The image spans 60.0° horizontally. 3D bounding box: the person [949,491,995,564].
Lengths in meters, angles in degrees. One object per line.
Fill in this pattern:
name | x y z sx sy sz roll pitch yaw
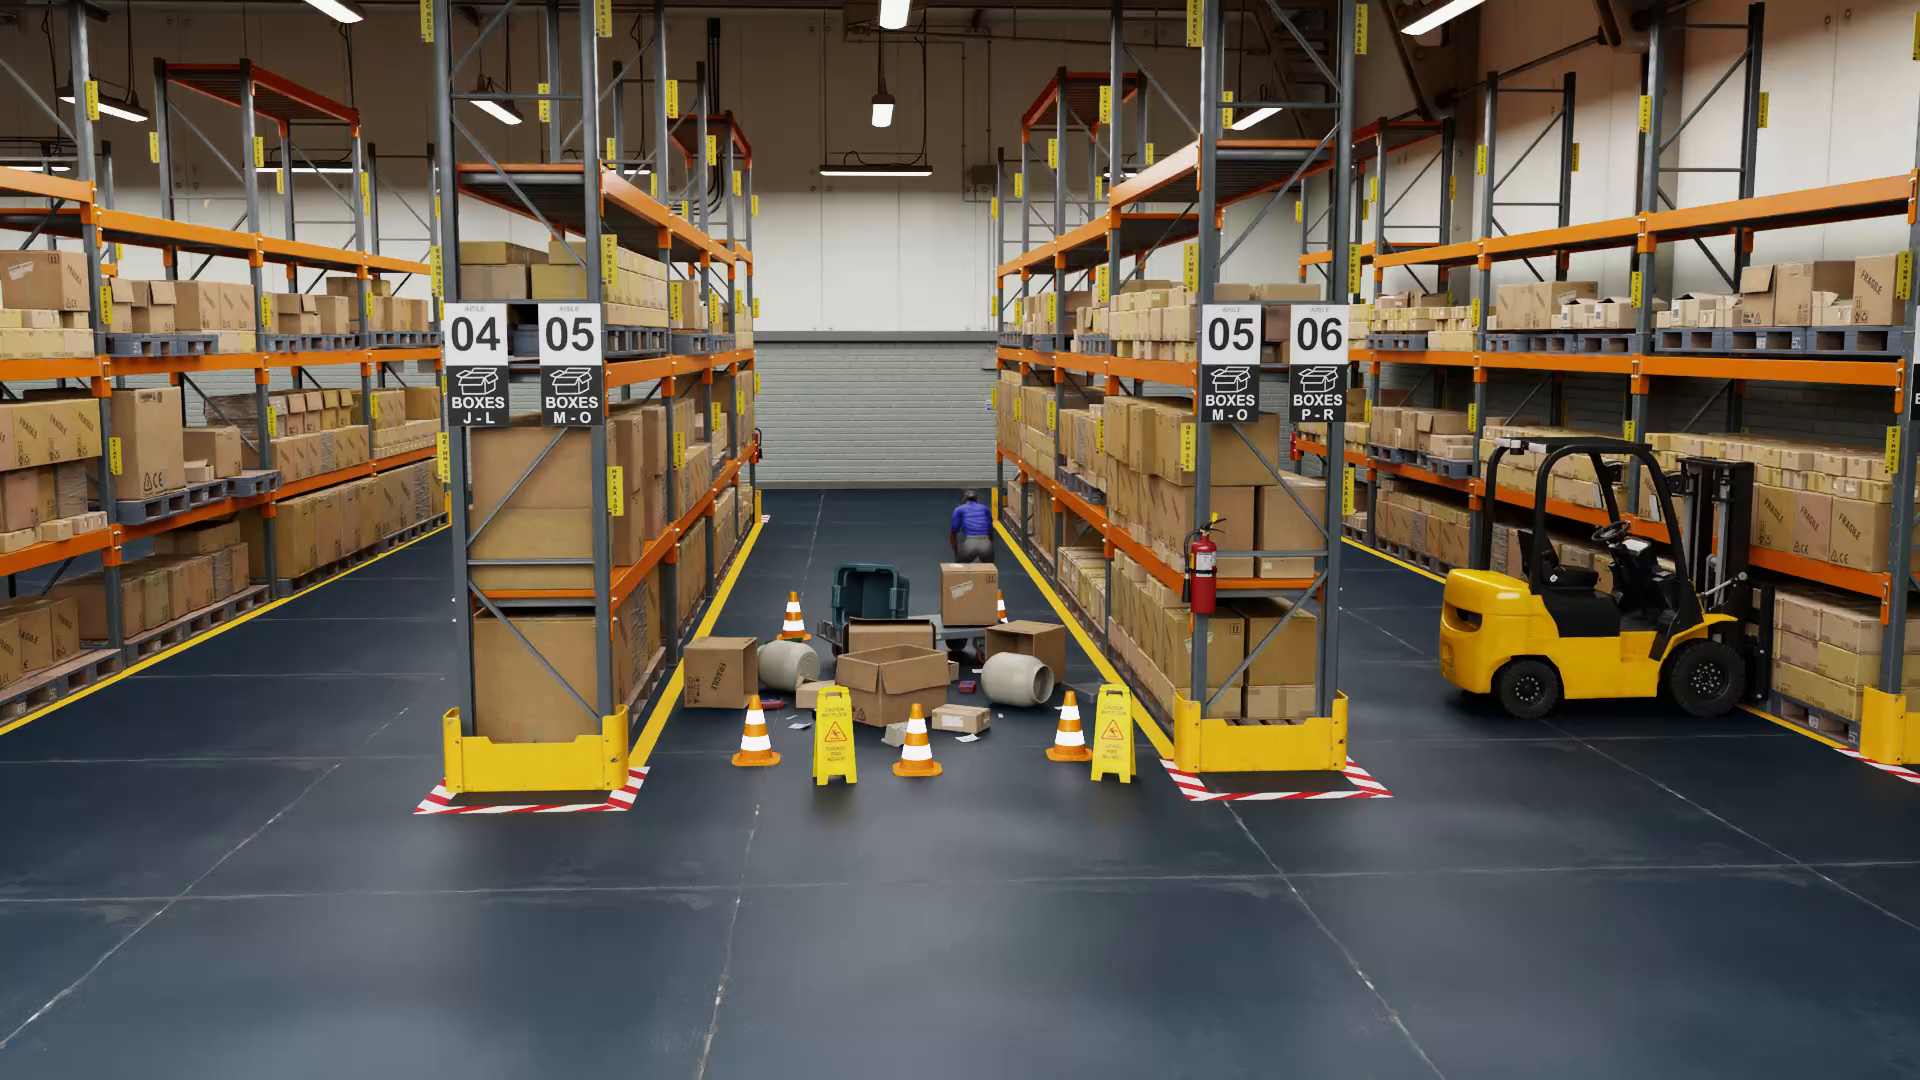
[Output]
person | 0.137 0.109 18.485 0.496 1.277 0.684 0 7 -4
